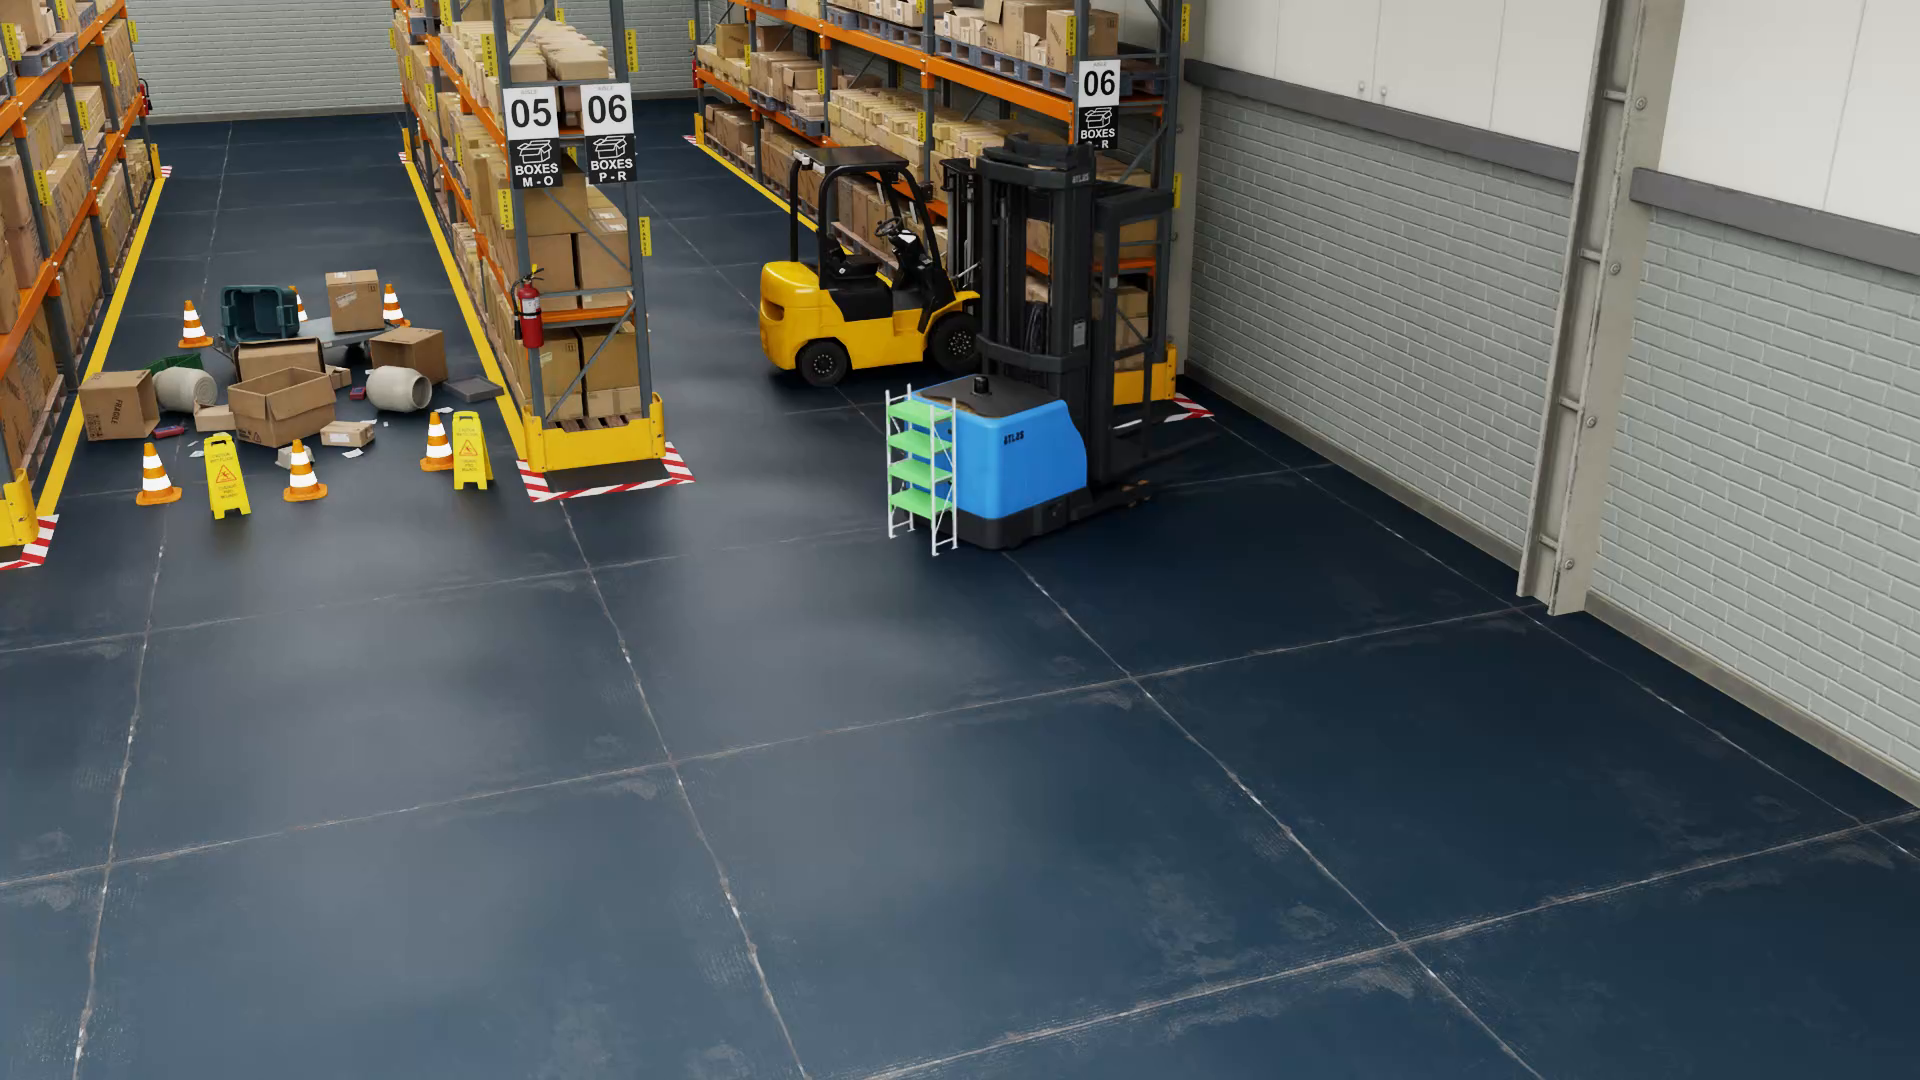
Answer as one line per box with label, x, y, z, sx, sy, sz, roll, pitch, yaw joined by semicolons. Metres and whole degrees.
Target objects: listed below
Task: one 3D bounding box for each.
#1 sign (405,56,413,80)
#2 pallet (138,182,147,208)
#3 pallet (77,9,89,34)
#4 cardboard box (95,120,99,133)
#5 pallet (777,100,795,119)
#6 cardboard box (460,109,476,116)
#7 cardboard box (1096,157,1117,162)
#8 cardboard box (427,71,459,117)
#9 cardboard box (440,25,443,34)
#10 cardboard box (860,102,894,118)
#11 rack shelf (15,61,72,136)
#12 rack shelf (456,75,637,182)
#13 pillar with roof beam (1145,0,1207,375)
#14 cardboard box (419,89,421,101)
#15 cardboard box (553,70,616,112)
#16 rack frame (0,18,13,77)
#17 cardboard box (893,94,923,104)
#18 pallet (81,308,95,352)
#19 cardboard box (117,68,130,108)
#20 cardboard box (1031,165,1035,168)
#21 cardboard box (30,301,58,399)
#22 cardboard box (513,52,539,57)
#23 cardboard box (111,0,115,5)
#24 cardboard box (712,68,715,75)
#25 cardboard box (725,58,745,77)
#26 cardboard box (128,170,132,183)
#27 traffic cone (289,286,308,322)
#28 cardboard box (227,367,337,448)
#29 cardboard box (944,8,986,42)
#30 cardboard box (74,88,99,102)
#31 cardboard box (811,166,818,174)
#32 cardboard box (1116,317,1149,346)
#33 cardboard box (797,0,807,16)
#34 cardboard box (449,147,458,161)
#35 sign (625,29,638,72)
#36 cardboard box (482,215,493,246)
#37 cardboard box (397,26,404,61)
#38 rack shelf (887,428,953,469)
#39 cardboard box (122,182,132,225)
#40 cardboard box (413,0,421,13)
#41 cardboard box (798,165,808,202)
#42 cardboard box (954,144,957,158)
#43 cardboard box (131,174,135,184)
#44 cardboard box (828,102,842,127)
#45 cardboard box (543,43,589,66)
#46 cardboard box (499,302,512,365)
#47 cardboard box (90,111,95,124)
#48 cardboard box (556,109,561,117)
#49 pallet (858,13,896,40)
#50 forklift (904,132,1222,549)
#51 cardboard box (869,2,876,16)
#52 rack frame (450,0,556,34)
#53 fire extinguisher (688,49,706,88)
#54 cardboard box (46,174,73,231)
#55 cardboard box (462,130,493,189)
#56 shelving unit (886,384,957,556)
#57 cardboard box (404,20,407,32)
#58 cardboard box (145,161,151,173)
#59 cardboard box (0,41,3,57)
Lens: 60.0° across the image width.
sign;-7.908;-6.785;23.892;0.100;0.325;0.005;-8;24;-19
pallet;-12.690;-5.108;24.722;1.003;0.211;1.213;-8;24;-19
pallet;-11.497;-6.391;20.553;1.213;0.211;1.003;-8;24;-19
cardboard box;-11.289;-5.294;21.355;0.380;0.149;0.250;-9;25;-21
pallet;-2.025;-6.273;24.141;1.003;0.211;1.213;-8;24;-19
cardboard box;-5.193;-4.580;17.991;0.380;0.149;0.250;-9;25;-21
cardboard box;1.332;-3.667;16.366;0.380;0.149;0.250;-8;24;-19
cardboard box;-6.404;-5.631;20.957;0.500;0.500;0.500;-9;24;-20
cardboard box;-6.024;-6.101;19.949;0.380;0.149;0.250;-8;24;-19
cardboard box;-1.031;-5.376;20.803;0.380;0.149;0.250;-8;24;-18
rack shelf;-9.865;-4.581;16.944;1.077;0.370;4.000;-8;24;-19
rack shelf;-3.857;-3.843;15.194;1.077;0.370;4.000;-8;24;-19
pillar with roof beam;-1.938;-5.299;13.859;9.100;9.000;0.400;-8;24;-19
cardboard box;-7.287;-6.203;23.279;0.500;0.250;0.500;-8;24;-18
cardboard box;-3.079;-3.735;13.822;0.500;0.250;0.500;-9;24;-20
rack frame;-9.159;-5.568;14.498;1.000;3.000;0.127;-8;24;-19
cardboard box;-0.646;-5.648;21.448;0.380;0.149;0.250;-9;24;-20
pallet;-9.936;-2.232;17.899;1.003;0.211;1.213;-8;24;-19
cardboard box;-12.250;-6.475;23.861;0.500;0.500;0.500;-9;24;-20
cardboard box;0.916;-3.609;16.227;0.380;0.149;0.250;-8;24;-19
cardboard box;-9.002;-1.780;15.429;0.875;0.875;0.875;-8;24;-18
cardboard box;-3.709;-3.971;13.869;0.380;0.149;0.250;-9;24;-20
cardboard box;-12.434;-7.791;23.827;0.500;0.250;0.500;-7;24;-17
cardboard box;-4.010;-8.012;28.344;0.380;0.149;0.250;-8;24;-17
cardboard box;-3.510;-7.691;27.069;0.500;0.250;0.500;-9;24;-19
cardboard box;-11.954;-5.126;23.537;0.380;0.149;0.250;-7;24;-16
traffic cone;-7.349;-2.577;18.392;0.336;0.463;0.334;-8;24;-19
cardboard box;-6.139;-1.206;15.088;0.637;0.503;0.797;12;26;27
cardboard box;0.145;-5.447;17.518;0.500;0.311;0.500;-8;24;-18
cardboard box;-11.565;-5.845;21.897;0.380;0.149;0.250;-9;25;-21
cardboard box;-1.871;-5.235;23.275;0.380;0.149;0.250;-10;25;-22
cardboard box;1.520;-2.104;16.360;0.500;0.250;0.500;-8;24;-18
cardboard box;-1.921;-7.304;22.672;0.500;0.250;0.500;-8;24;-19
cardboard box;-5.836;-4.591;19.687;0.380;0.149;0.250;-8;24;-19
sign;-2.643;-3.925;13.337;0.100;0.325;0.005;-8;24;-19
cardboard box;-4.304;-3.141;15.952;0.500;0.500;0.500;-9;24;-19
cardboard box;-8.521;-7.800;26.102;0.500;0.500;0.500;-9;24;-19
rack shelf;-0.291;-0.691;12.513;0.258;0.148;0.480;-21;31;-40
cardboard box;-11.488;-4.517;22.407;0.500;0.500;0.500;-9;24;-20
cardboard box;-6.504;-6.928;20.918;0.700;0.500;0.500;-10;25;-22
cardboard box;-2.039;-5.194;24.012;0.500;0.500;0.500;-7;24;-17
cardboard box;0.157;-4.210;18.036;0.380;0.149;0.250;-8;24;-19
cardboard box;-12.274;-5.268;24.256;0.380;0.149;0.250;-7;24;-17
cardboard box;-1.429;-5.618;21.891;0.500;0.250;0.500;-8;24;-19
cardboard box;-3.416;-4.224;14.468;0.380;0.149;0.250;-8;24;-19
cardboard box;-4.037;-1.967;15.712;0.500;0.500;0.500;-9;24;-20
cardboard box;-11.190;-5.329;21.055;0.380;0.149;0.250;-8;24;-19
cardboard box;-3.312;-3.768;14.413;0.380;0.149;0.250;-8;24;-19
pallet;-0.613;-6.310;20.364;1.003;0.211;1.213;-7;24;-17
forklift;0.965;-1.752;13.258;3.031;2.935;1.130;-21;30;-40
cardboard box;-0.866;-6.346;19.860;0.380;0.149;0.250;-9;24;-20
rack frame;-4.563;-6.284;16.196;1.000;3.000;0.127;-8;24;-19
fire extinguisher;-4.645;-8.344;29.389;0.296;0.674;0.183;-8;24;-19
cardboard box;-9.446;-3.443;17.051;0.500;0.500;0.500;-8;24;-19
cardboard box;-4.299;-3.599;15.751;0.700;0.500;0.500;-9;24;-20
shelving unit;-0.290;-0.529;12.582;0.258;1.200;0.503;-21;31;-40
cardboard box;-8.289;-7.860;25.410;0.380;0.149;0.250;-8;24;-19
cardboard box;-12.831;-5.801;25.905;0.380;0.149;0.250;-8;24;-17
cardboard box;-8.744;-4.350;14.610;0.500;0.250;0.500;-9;24;-20
